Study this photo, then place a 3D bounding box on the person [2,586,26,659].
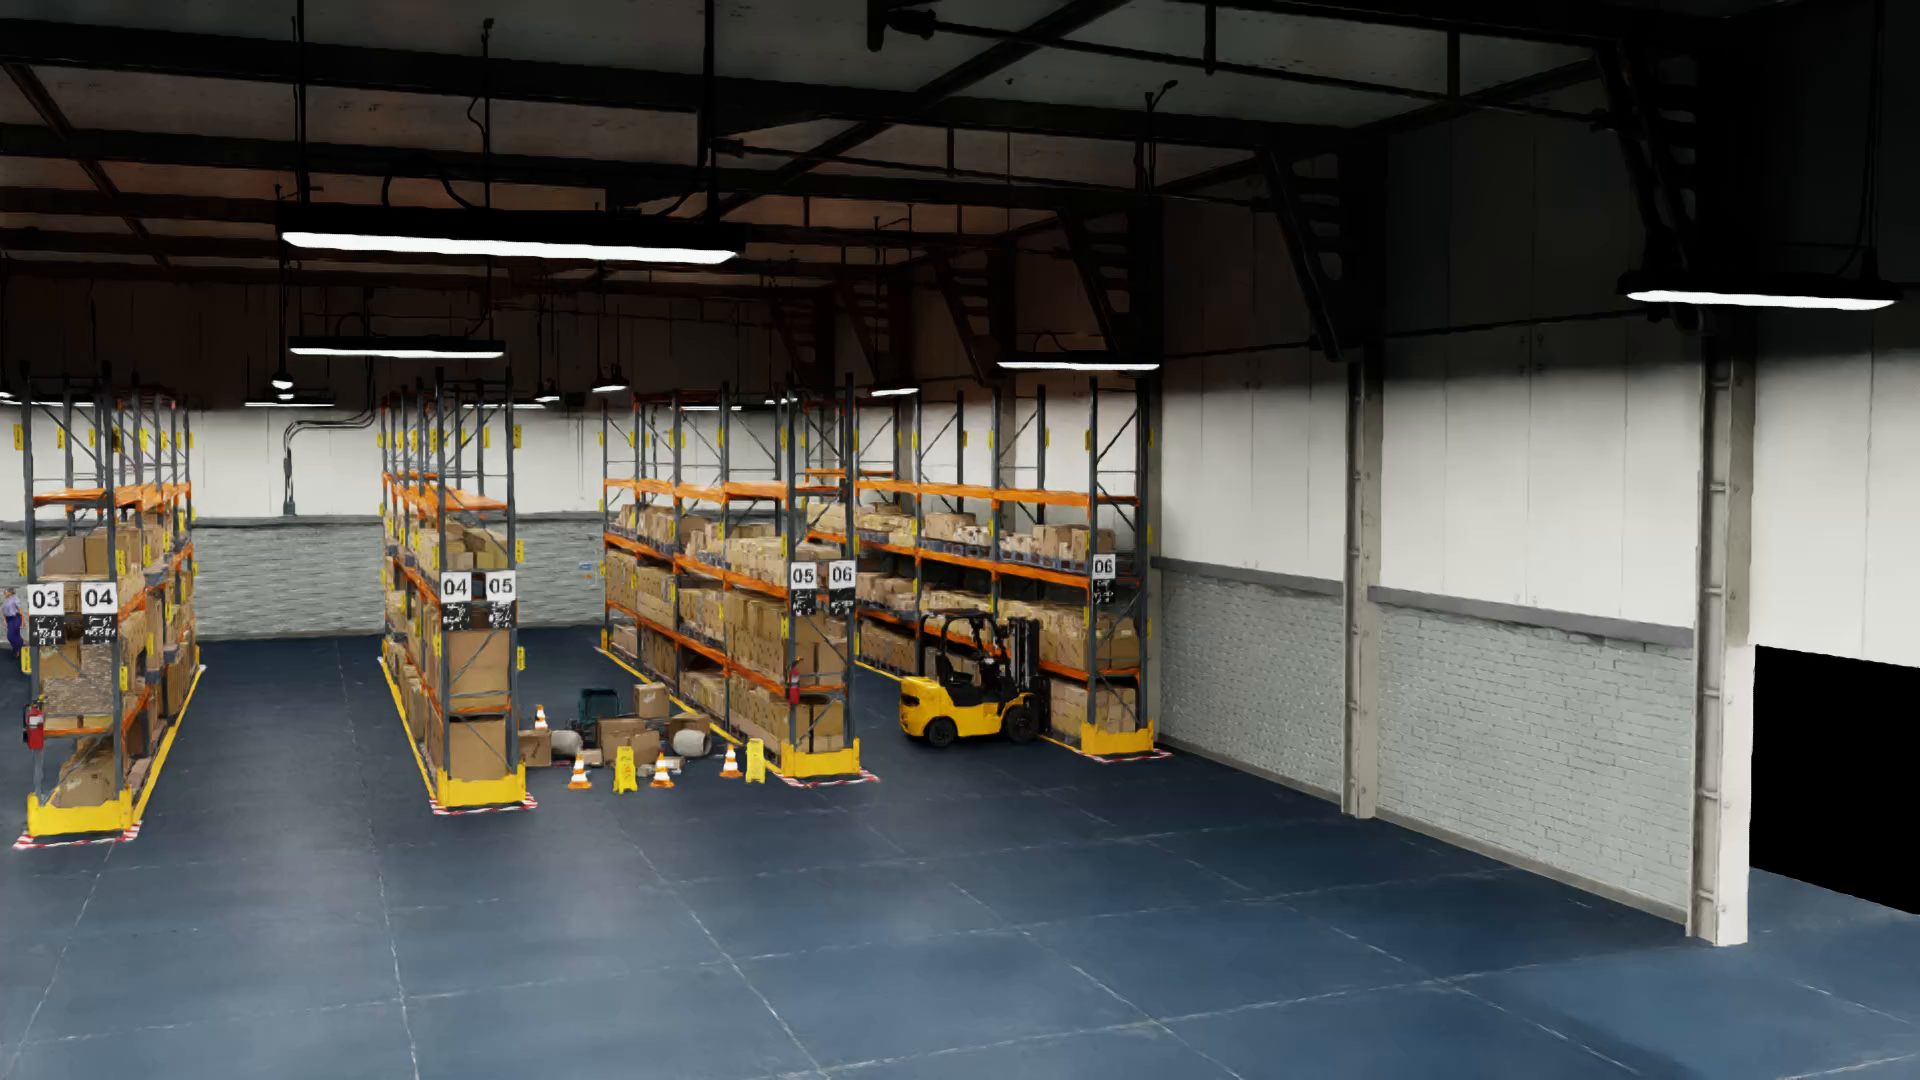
[{"bbox_3d":[-21.751,1.878,38.254,0.608,1.638,0.475,3,4,36],"label":"person"}]
